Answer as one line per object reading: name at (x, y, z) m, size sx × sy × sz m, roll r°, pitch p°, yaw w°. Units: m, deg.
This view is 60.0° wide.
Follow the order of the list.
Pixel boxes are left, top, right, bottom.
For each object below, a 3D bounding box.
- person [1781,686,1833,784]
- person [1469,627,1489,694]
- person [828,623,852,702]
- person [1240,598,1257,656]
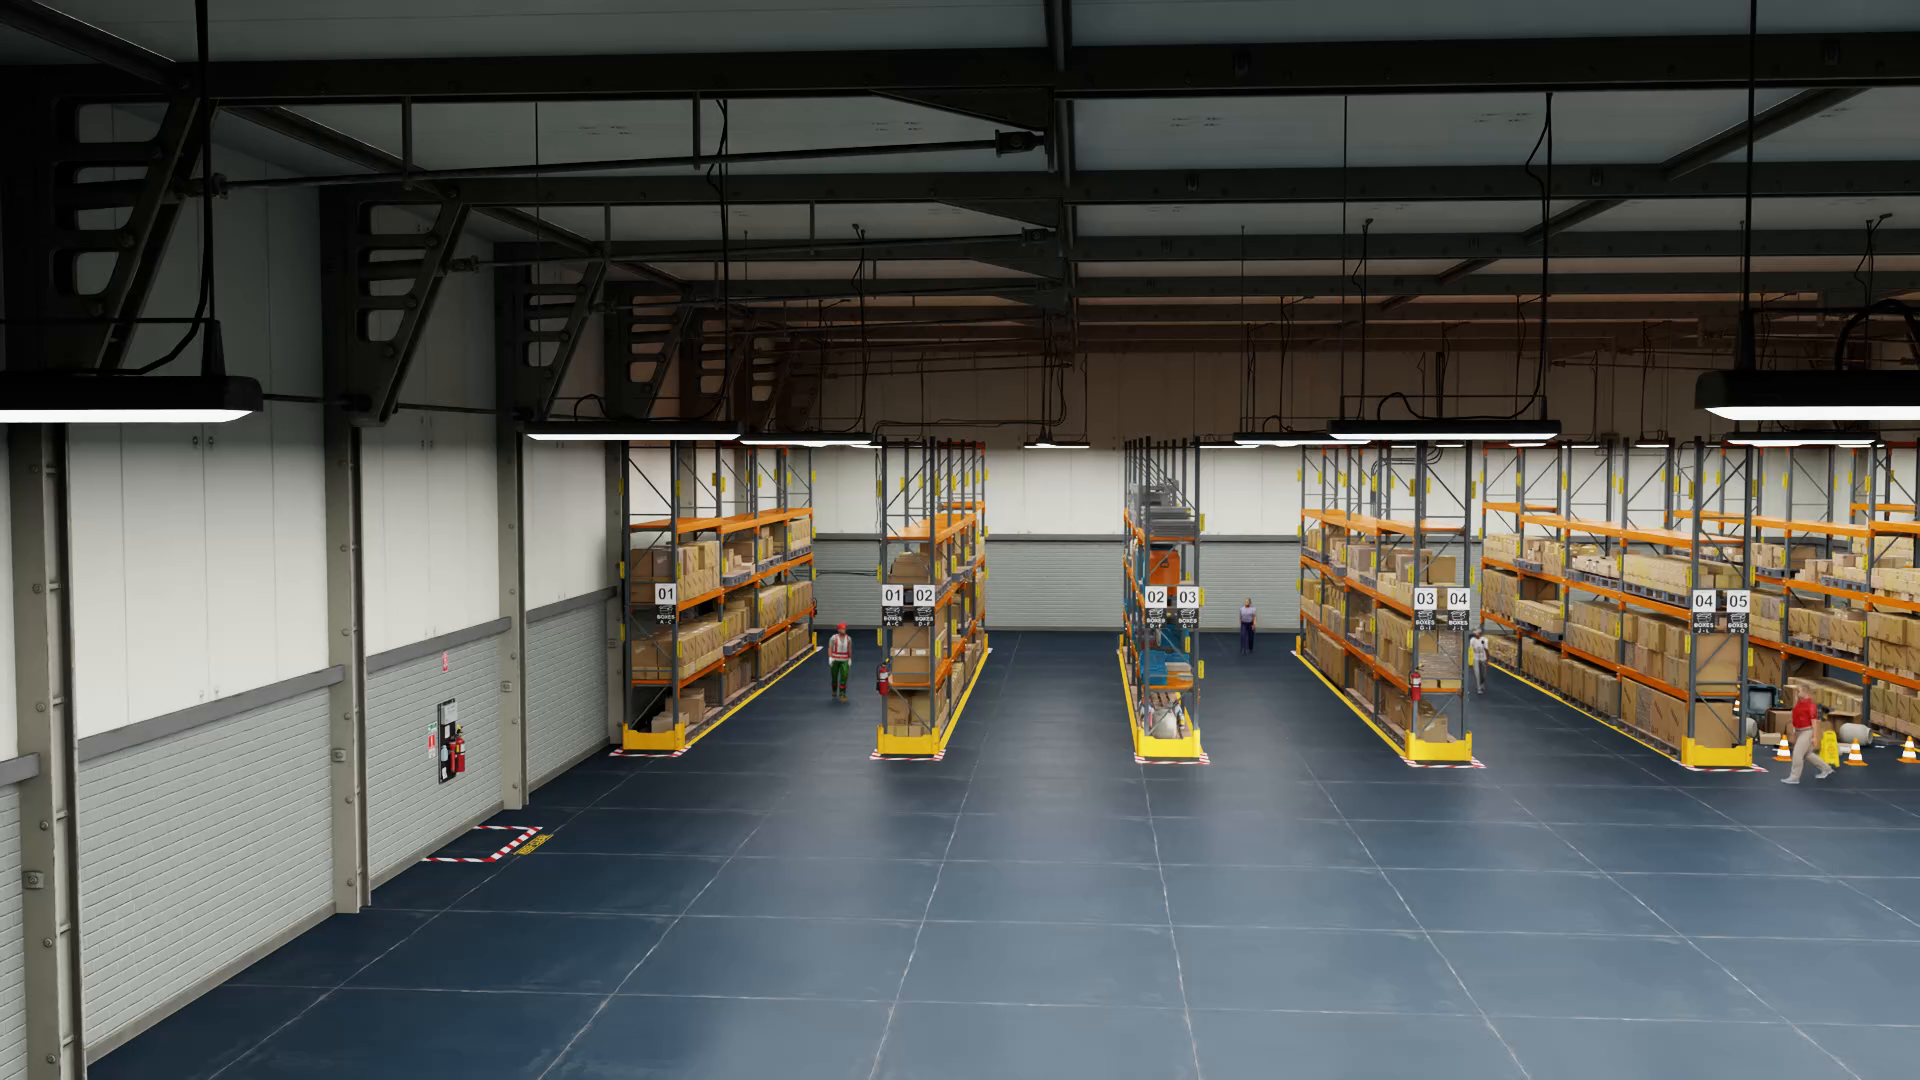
person at (14.578, 3.337, 28.590) m, size 0.986 × 1.684 × 0.570 m, roll 0°, pitch 3°, yaw -1°
person at (12.305, 2.829, 39.431) m, size 0.431 × 1.540 × 0.960 m, roll 1°, pitch 3°, yaw 12°
person at (-2.762, 2.799, 38.354) m, size 0.632 × 1.782 × 0.808 m, roll -1°, pitch 3°, yaw -22°
person at (8.086, 2.422, 46.627) m, size 0.470 × 1.587 × 1.001 m, roll 1°, pitch 3°, yaw 12°
